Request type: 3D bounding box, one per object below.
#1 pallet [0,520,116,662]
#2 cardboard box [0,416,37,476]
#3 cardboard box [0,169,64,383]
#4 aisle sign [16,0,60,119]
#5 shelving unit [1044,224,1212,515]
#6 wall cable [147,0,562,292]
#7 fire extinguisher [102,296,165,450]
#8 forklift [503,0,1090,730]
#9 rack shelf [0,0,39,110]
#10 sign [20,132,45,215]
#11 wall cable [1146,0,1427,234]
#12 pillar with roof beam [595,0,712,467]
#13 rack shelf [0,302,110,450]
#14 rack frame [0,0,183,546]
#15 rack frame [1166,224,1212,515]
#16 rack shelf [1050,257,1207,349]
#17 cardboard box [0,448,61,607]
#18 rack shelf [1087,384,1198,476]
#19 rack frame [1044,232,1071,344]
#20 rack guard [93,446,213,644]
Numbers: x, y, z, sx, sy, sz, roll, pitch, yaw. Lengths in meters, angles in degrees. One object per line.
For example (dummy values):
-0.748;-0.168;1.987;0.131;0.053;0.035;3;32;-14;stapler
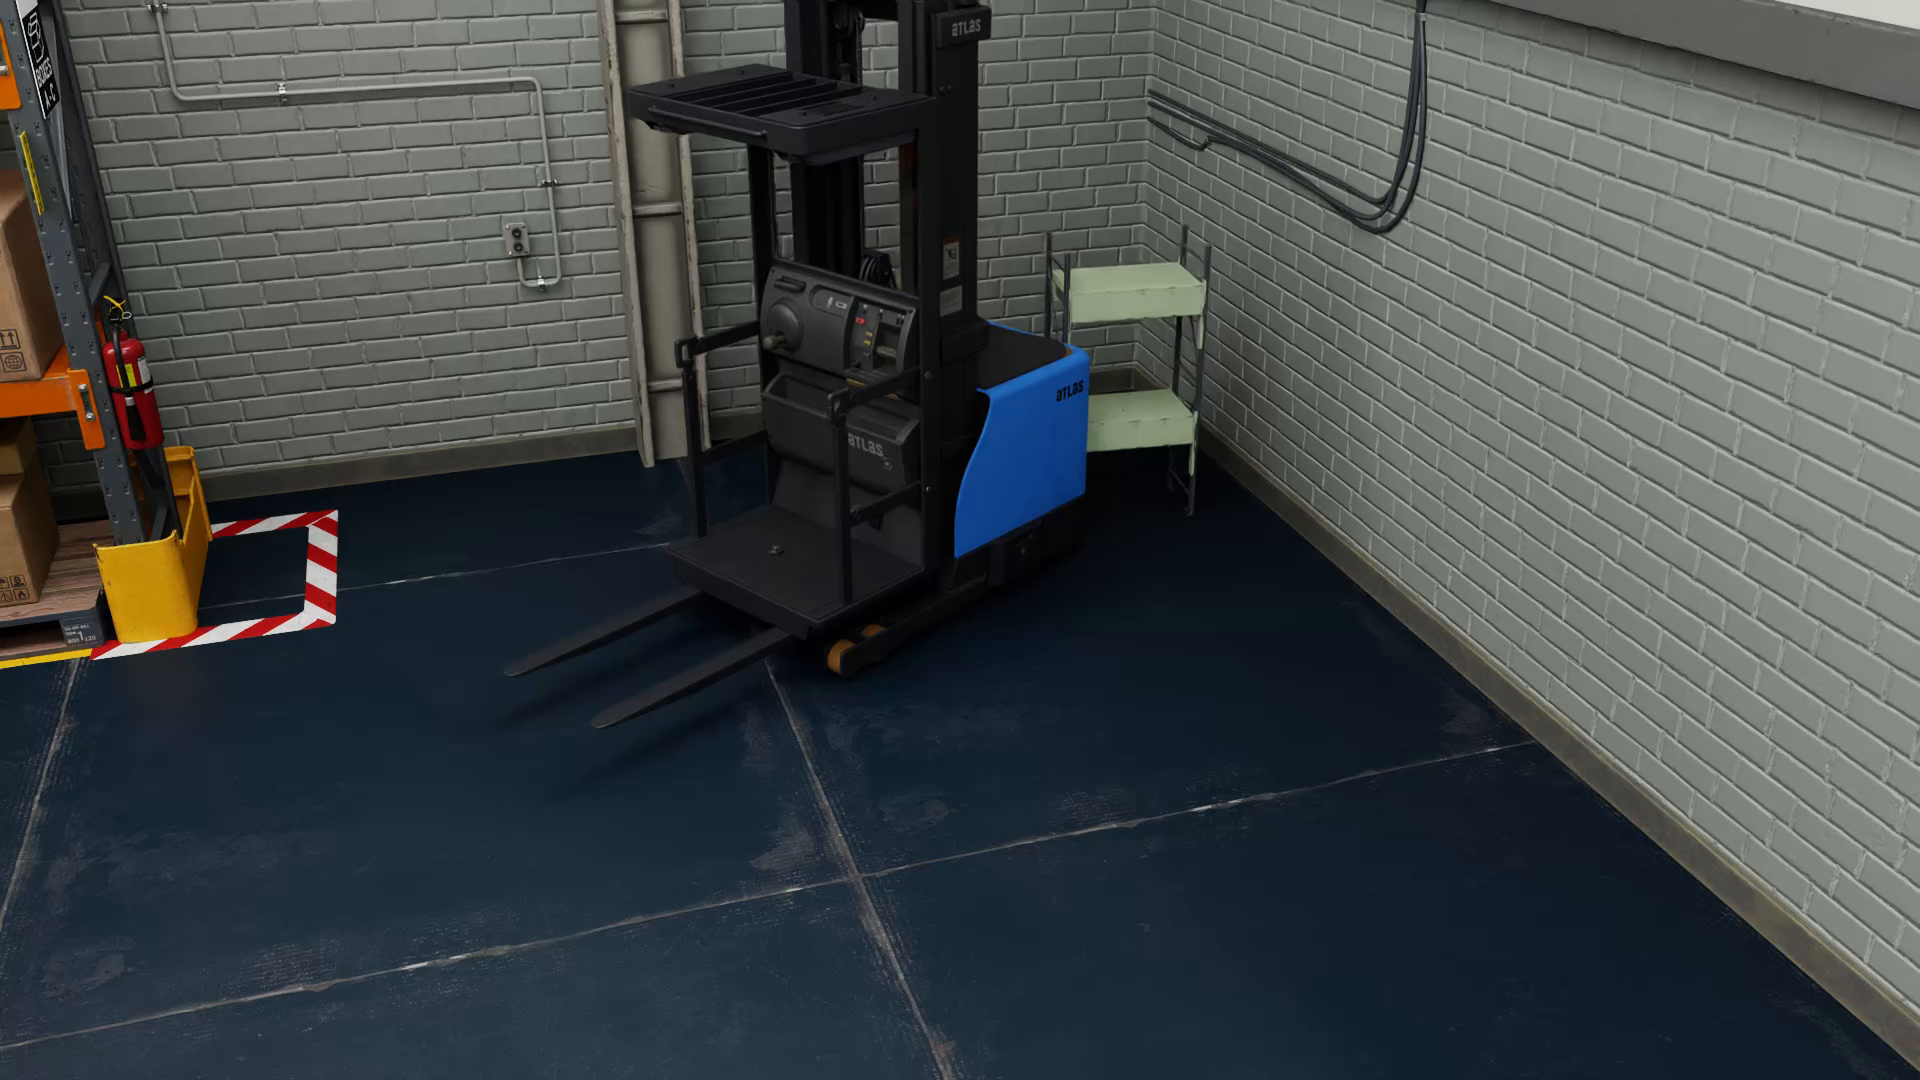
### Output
-4.711;0.276;7.958;1.213;0.211;1.003;-8;28;-16;pallet
-4.553;-0.439;7.870;0.250;0.149;0.380;-8;28;-16;cardboard box
-4.457;-1.177;7.409;0.700;0.700;0.980;-7;27;-14;cardboard box
-3.814;-2.164;6.813;0.004;0.787;0.394;-8;28;-16;aisle sign
0.856;-0.859;8.794;0.755;1.500;0.431;-5;27;-11;shelving unit
-3.051;-2.148;8.561;1.851;1.984;0.084;-8;28;-16;wall cable
-3.689;-0.741;7.375;0.183;0.674;0.296;-8;28;-16;fire extinguisher
-0.698;-0.949;7.366;1.130;2.935;3.031;22;34;37;forklift
-5.877;-1.863;6.564;4.000;0.370;1.077;-8;28;-16;rack shelf
-3.820;-1.510;6.850;0.005;0.325;0.100;-8;28;-16;sign
1.514;-3.041;8.247;0.112;2.526;3.097;-8;28;-16;wall cable
-0.343;-2.721;4.111;0.400;9.000;9.100;-8;28;-16;pillar with roof beam
-5.877;-0.519;7.231;4.000;0.370;1.077;-8;28;-16;rack shelf
-3.975;-1.117;7.626;0.127;3.000;1.000;-8;28;-16;rack frame
1.214;-0.893;8.862;0.023;1.500;0.400;-5;27;-11;rack frame
0.856;-1.209;8.621;0.720;0.370;0.431;-5;27;-11;rack shelf
-4.610;-0.047;7.809;0.500;0.500;0.700;-8;28;-16;cardboard box
0.856;-0.567;8.939;0.720;0.370;0.431;-5;27;-11;rack shelf
0.497;-0.826;8.727;0.023;1.500;0.400;-5;27;-11;rack frame
-3.952;0.000;8.189;0.348;0.500;1.175;-8;28;-16;rack guard
